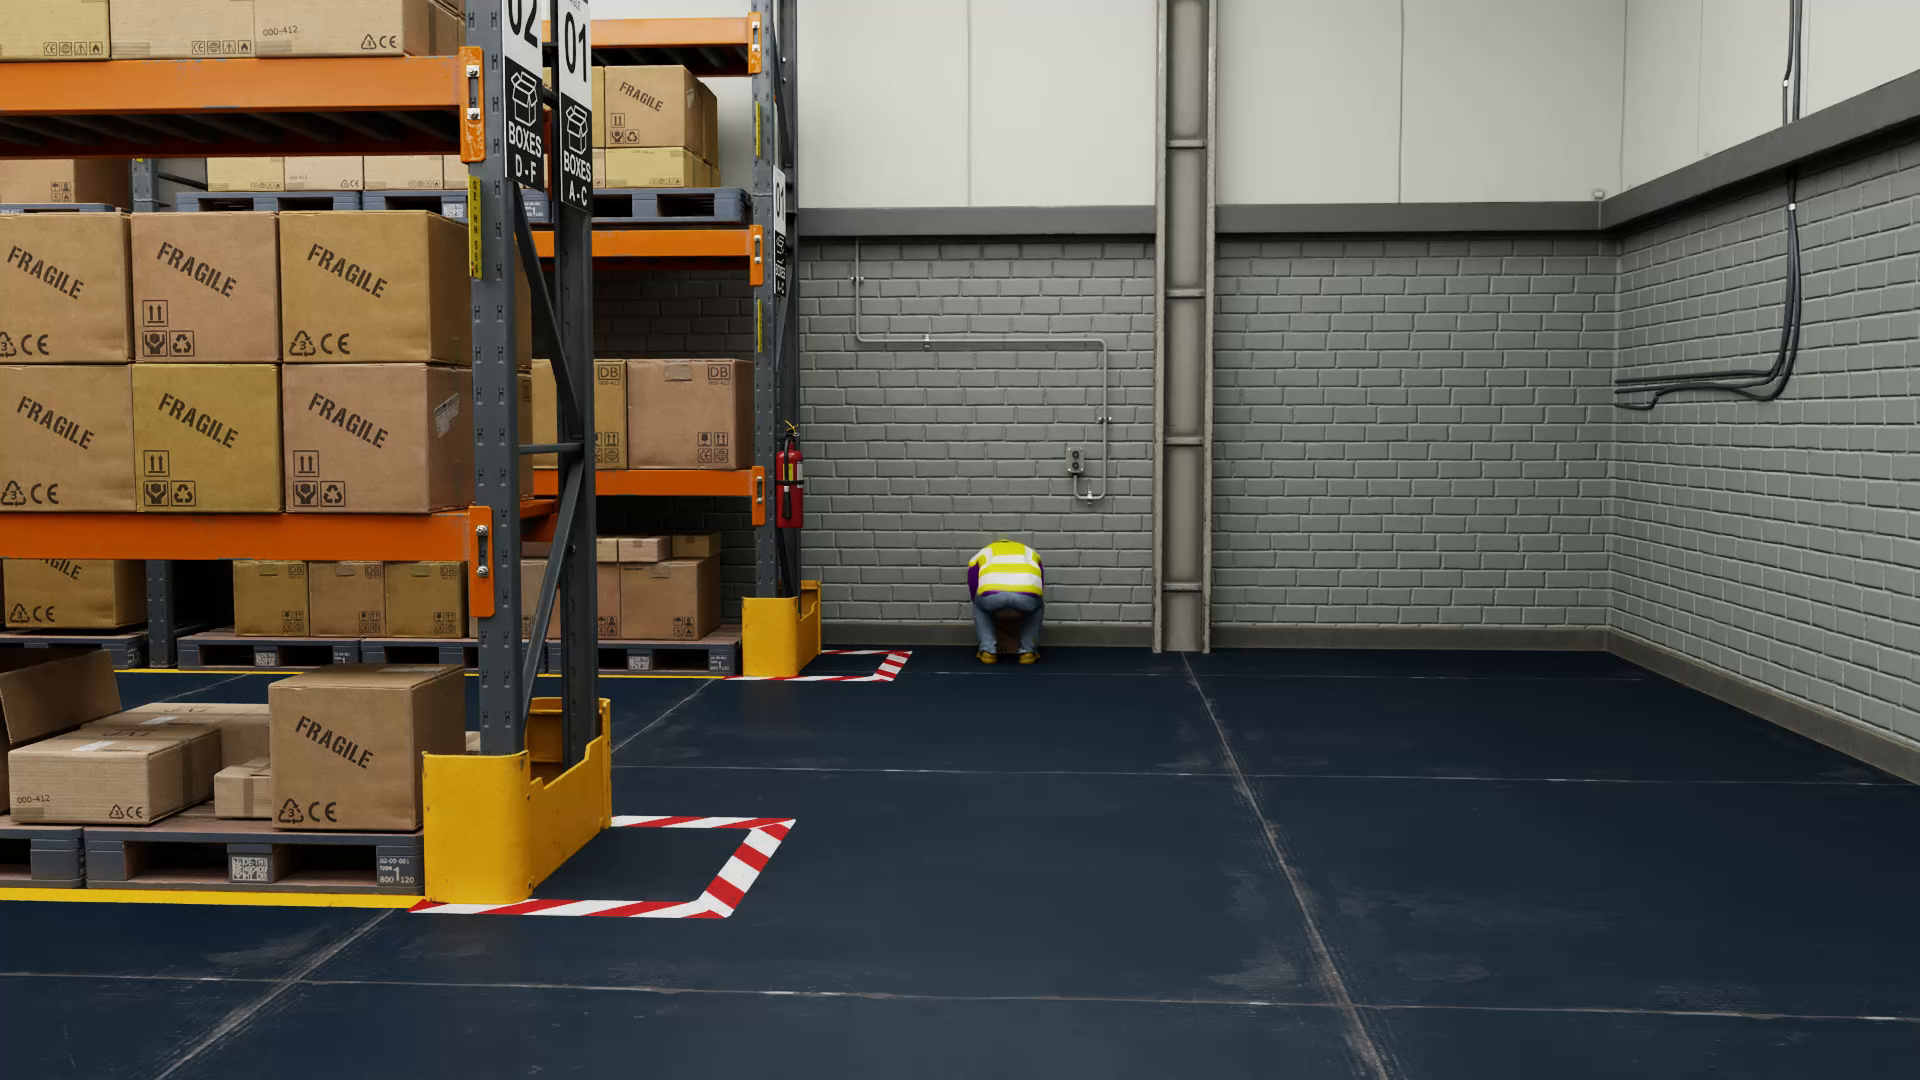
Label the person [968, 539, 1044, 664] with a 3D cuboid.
[{"bbox_3d":[0.310,0.422,11.316,0.526,0.805,0.964,0,4,2],"label":"person"}]
